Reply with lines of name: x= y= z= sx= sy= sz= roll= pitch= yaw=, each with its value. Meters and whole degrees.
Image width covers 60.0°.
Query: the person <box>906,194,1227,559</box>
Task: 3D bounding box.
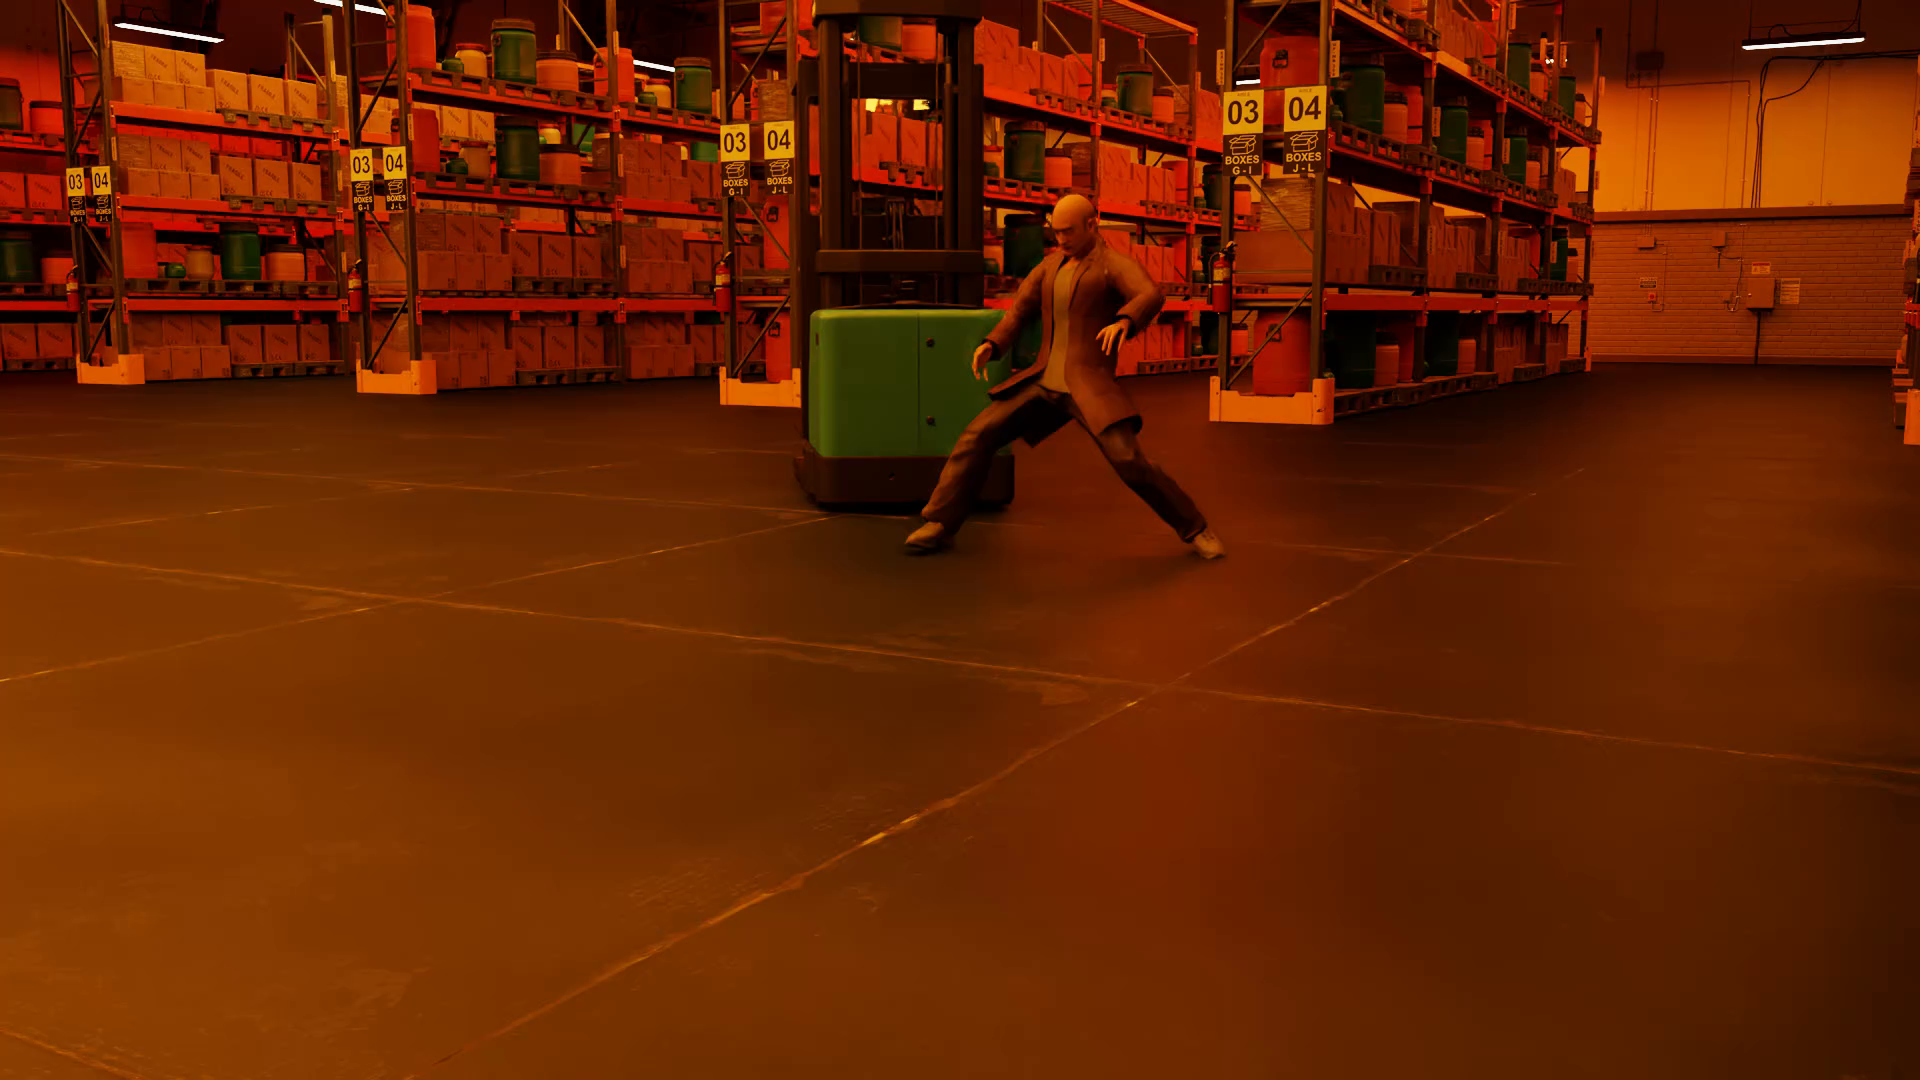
person: x=0.474 y=-0.708 z=7.266 sx=1.197 sy=1.583 sz=1.055 roll=7 pitch=11 yaw=43

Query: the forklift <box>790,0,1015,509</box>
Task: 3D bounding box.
forklift: x=-0.443 y=-1.787 z=10.039 sx=1.130 sy=2.935 sz=3.031 roll=-1 pitch=8 yaw=-9
